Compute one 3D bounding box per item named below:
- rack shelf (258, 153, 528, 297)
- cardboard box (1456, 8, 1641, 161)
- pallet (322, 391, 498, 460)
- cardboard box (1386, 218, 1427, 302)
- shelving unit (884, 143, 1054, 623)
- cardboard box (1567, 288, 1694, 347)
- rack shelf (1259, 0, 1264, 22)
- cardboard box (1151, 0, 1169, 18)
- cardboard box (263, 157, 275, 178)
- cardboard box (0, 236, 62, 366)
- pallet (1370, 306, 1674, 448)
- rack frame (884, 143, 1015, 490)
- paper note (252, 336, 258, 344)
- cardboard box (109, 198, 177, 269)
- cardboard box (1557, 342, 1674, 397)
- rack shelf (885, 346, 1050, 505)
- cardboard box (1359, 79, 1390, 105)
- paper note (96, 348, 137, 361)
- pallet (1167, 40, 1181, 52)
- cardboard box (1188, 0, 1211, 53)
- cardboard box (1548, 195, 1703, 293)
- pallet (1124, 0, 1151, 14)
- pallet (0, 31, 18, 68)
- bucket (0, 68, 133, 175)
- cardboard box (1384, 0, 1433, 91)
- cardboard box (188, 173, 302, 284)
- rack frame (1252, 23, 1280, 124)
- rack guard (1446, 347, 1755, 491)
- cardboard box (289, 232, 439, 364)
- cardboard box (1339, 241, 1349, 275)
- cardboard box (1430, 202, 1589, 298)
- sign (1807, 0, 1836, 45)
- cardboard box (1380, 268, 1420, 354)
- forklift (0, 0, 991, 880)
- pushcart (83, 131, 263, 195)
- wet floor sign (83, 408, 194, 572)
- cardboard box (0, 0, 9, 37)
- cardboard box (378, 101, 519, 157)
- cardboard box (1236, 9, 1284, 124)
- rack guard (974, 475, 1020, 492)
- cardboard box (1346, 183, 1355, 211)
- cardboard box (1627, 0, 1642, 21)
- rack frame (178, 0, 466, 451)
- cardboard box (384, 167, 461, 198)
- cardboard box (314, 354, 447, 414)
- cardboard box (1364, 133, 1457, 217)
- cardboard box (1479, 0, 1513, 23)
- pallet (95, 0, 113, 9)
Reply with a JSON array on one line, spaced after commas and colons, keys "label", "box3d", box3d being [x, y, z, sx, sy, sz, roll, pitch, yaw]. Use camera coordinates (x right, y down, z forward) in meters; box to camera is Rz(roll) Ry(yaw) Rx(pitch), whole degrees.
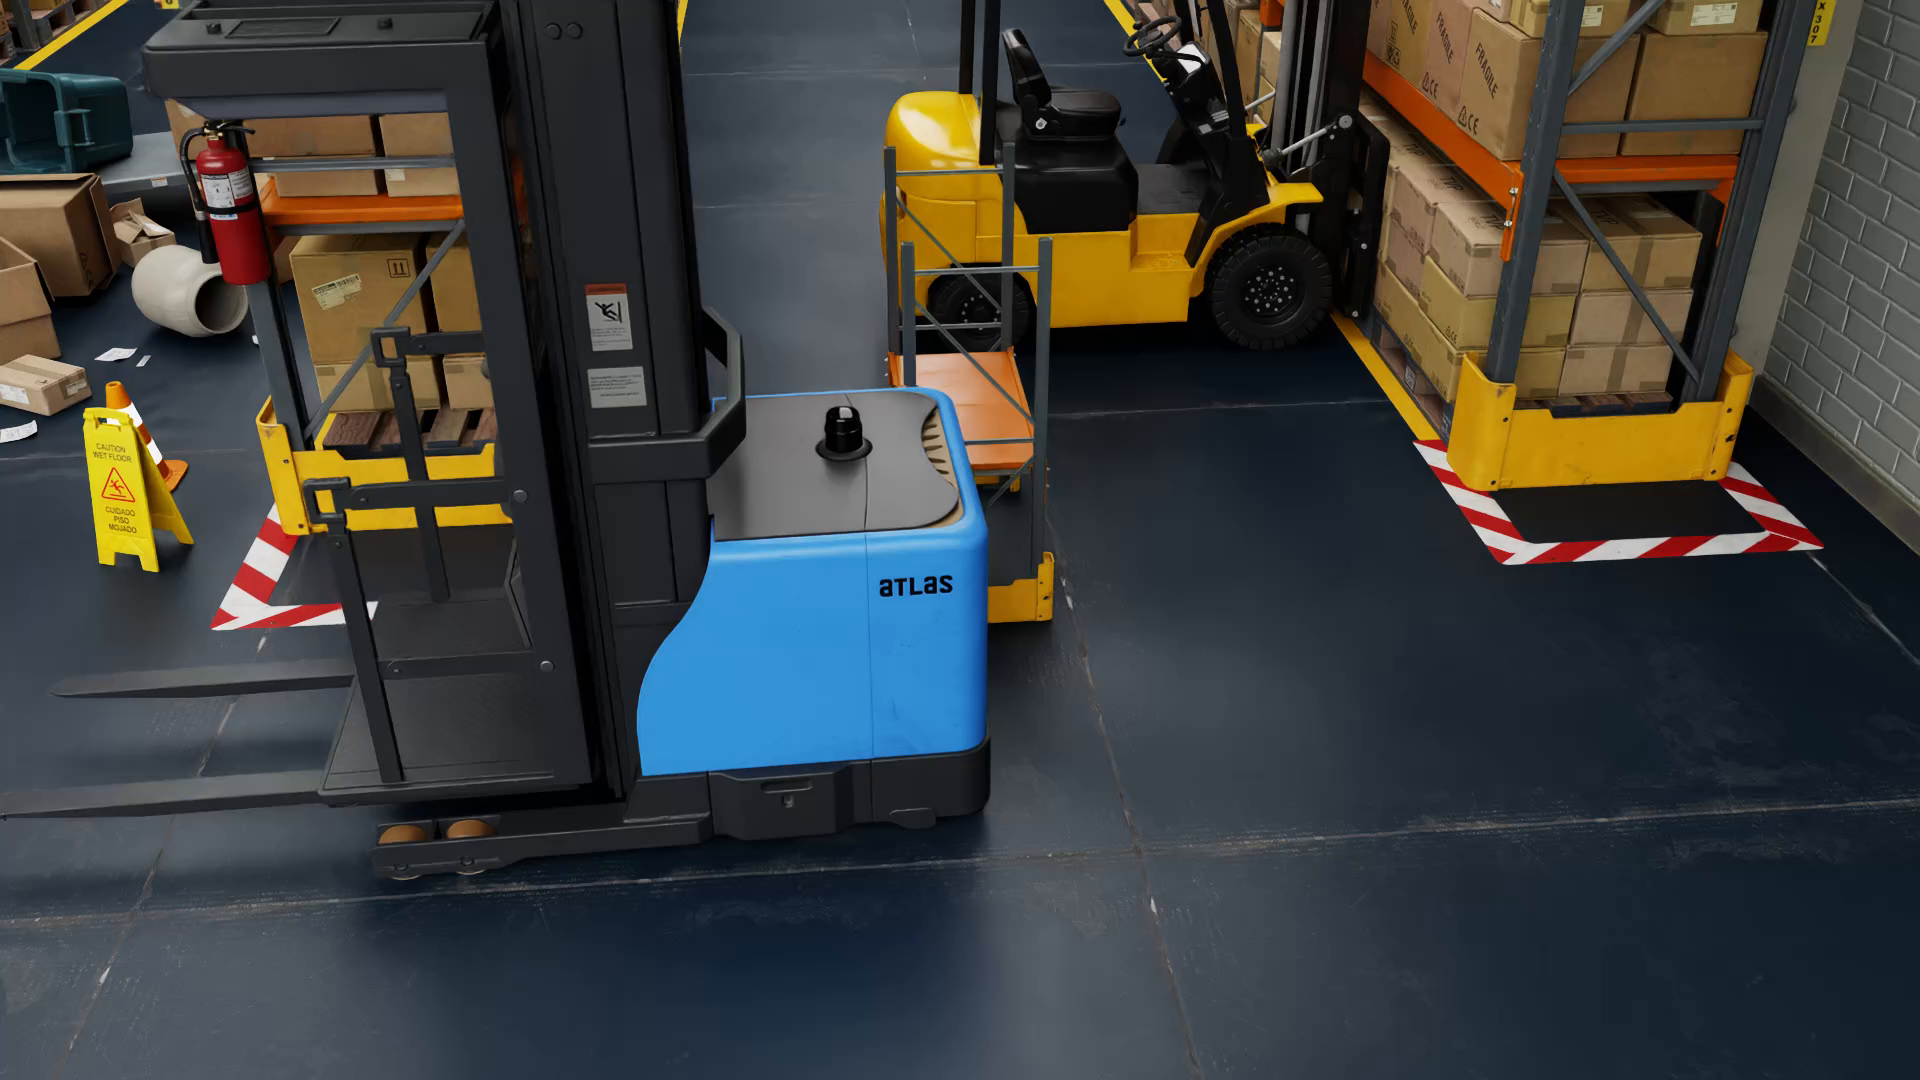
[{"label": "rack shelf", "box3d": [-2.392, -2.094, 8.032, 1.077, 0.370, 4.000, -3, 31, -5]}, {"label": "cardboard box", "box3d": [2.429, -1.903, 6.914, 0.500, 0.500, 0.500, -3, 31, -6]}, {"label": "pallet", "box3d": [-2.253, -0.640, 7.616, 1.003, 0.211, 1.213, -3, 31, -5]}, {"label": "cardboard box", "box3d": [2.344, -1.326, 7.829, 0.500, 0.250, 0.500, -3, 31, -5]}, {"label": "shelving unit", "box3d": [0.007, -0.605, 6.300, 0.587, 1.500, 1.083, -3, 31, -5]}, {"label": "cardboard box", "box3d": [2.900, -1.086, 7.427, 0.500, 0.250, 0.500, -2, 31, -4]}, {"label": "rack shelf", "box3d": [2.176, -4.376, 11.853, 1.077, 0.370, 4.000, -3, 31, -5]}, {"label": "cardboard box", "box3d": [2.034, -4.548, 13.345, 0.875, 0.625, 0.625, -2, 31, -3]}, {"label": "cardboard box", "box3d": [-2.587, -1.579, 6.713, 0.380, 0.149, 0.250, -3, 31, -5]}, {"label": "cardboard box", "box3d": [-4.889, -1.086, 8.077, 0.637, 0.503, 0.797, 27, 40, 37]}, {"label": "pallet", "box3d": [2.624, -0.813, 7.905, 1.003, 0.211, 1.213, -3, 31, -5]}, {"label": "rack frame", "box3d": [-0.040, -0.860, 6.727, 0.500, 1.500, 0.032, -3, 31, -5]}, {"label": "paper note", "box3d": [-3.513, -1.028, 8.442, 0.142, 0.019, 0.148, -14, 33, -22]}, {"label": "cardboard box", "box3d": [-4.639, -1.732, 9.390, 0.396, 0.266, 0.258, 27, 40, 37]}, {"label": "cardboard box", "box3d": [2.886, -0.882, 7.573, 0.500, 0.250, 0.500, -3, 31, -4]}, {"label": "rack shelf", "box3d": [0.008, -0.446, 6.385, 0.538, 0.185, 1.000, -3, 31, -5]}, {"label": "cardboard box", "box3d": [2.192, -2.316, 8.999, 0.500, 0.250, 0.500, -2, 31, -3]}, {"label": "paper note", "box3d": [-4.205, -0.930, 8.289, 0.148, 0.019, 0.142, 8, 32, 13]}, {"label": "pallet", "box3d": [2.138, -3.465, 12.346, 1.003, 0.211, 1.213, -3, 31, -5]}, {"label": "cardboard box", "box3d": [2.166, -3.871, 12.211, 0.875, 0.625, 0.625, -4, 31, -7]}, {"label": "cardboard box", "box3d": [2.880, -1.305, 7.307, 0.500, 0.250, 0.500, -3, 31, -5]}, {"label": "pallet", "box3d": [1.957, -4.892, 14.734, 1.003, 0.211, 1.213, -3, 31, -5]}, {"label": "pallet", "box3d": [-7.873, -3.574, 12.528, 1.003, 0.211, 1.213, -3, 31, -5]}, {"label": "bucket", "box3d": [-5.189, -2.424, 9.592, 0.726, 0.611, 0.620, 8, 22, 13]}, {"label": "cardboard box", "box3d": [2.342, -2.430, 7.796, 0.500, 0.500, 0.500, -3, 31, -6]}, {"label": "cardboard box", "box3d": [-3.833, -1.740, 9.173, 0.500, 0.500, 0.500, 20, 36, 29]}, {"label": "rack frame", "box3d": [2.363, -3.664, 9.959, 1.000, 3.000, 0.127, -3, 31, -5]}, {"label": "rack guard", "box3d": [2.739, -0.536, 7.160, 1.175, 0.500, 0.348, -3, 31, -5]}, {"label": "cardboard box", "box3d": [-2.539, -1.100, 7.207, 0.500, 0.500, 0.500, -3, 31, -4]}, {"label": "cardboard box", "box3d": [2.233, -1.621, 8.810, 0.500, 0.250, 0.500, -2, 31, -3]}, {"label": "cardboard box", "box3d": [2.383, -1.271, 7.249, 0.500, 0.250, 0.500, -2, 31, -3]}, {"label": "sign", "box3d": [3.290, -2.051, 6.337, 0.100, 0.325, 0.005, -3, 31, -5]}, {"label": "cardboard box", "box3d": [2.341, -1.101, 7.939, 0.500, 0.250, 0.500, -3, 31, -5]}, {"label": "forklift", "box3d": [-1.461, -0.518, 4.759, 3.031, 2.935, 1.130, -4, 31, -6]}, {"label": "pushcart", "box3d": [-4.844, -2.164, 10.004, 1.648, 0.377, 0.936, -14, 33, -22]}, {"label": "wet floor sign", "box3d": [-3.252, -0.223, 6.494, 0.267, 0.644, 0.232, 8, 32, 13]}, {"label": "cardboard box", "box3d": [-7.904, -4.077, 12.435, 1.050, 0.750, 0.750, -3, 31, -5]}, {"label": "cardboard box", "box3d": [-1.973, -1.808, 6.464, 0.500, 0.500, 0.500, -3, 31, -5]}, {"label": "cardboard box", "box3d": [2.303, -3.090, 10.905, 0.875, 0.625, 0.625, -1, 31, -2]}, {"label": "rack guard", "box3d": [-0.039, -0.323, 7.046, 0.587, 0.250, 0.087, -3, 31, -5]}, {"label": "cardboard box", "box3d": [2.232, -1.844, 8.697, 0.500, 0.250, 0.500, -3, 31, -5]}, {"label": "cardboard box", "box3d": [2.877, -2.252, 6.864, 0.380, 0.149, 0.250, -3, 31, -5]}, {"label": "rack frame", "box3d": [-2.205, -1.382, 6.138, 1.000, 3.000, 0.127, -3, 31, -5]}, {"label": "cardboard box", "box3d": [-2.030, -1.457, 6.510, 0.380, 0.149, 0.250, -3, 31, -4]}, {"label": "cardboard box", "box3d": [-2.550, -0.794, 7.426, 0.500, 0.250, 0.500, -3, 31, -5]}, {"label": "cardboard box", "box3d": [2.273, -1.788, 8.116, 0.500, 0.250, 0.500, -2, 31, -4]}, {"label": "cardboard box", "box3d": [2.372, -2.236, 6.838, 0.380, 0.149, 0.250, -2, 31, -4]}, {"label": "pallet", "box3d": [-8.054, -5.001, 14.917, 1.003, 0.211, 1.213, -3, 31, -5]}]
